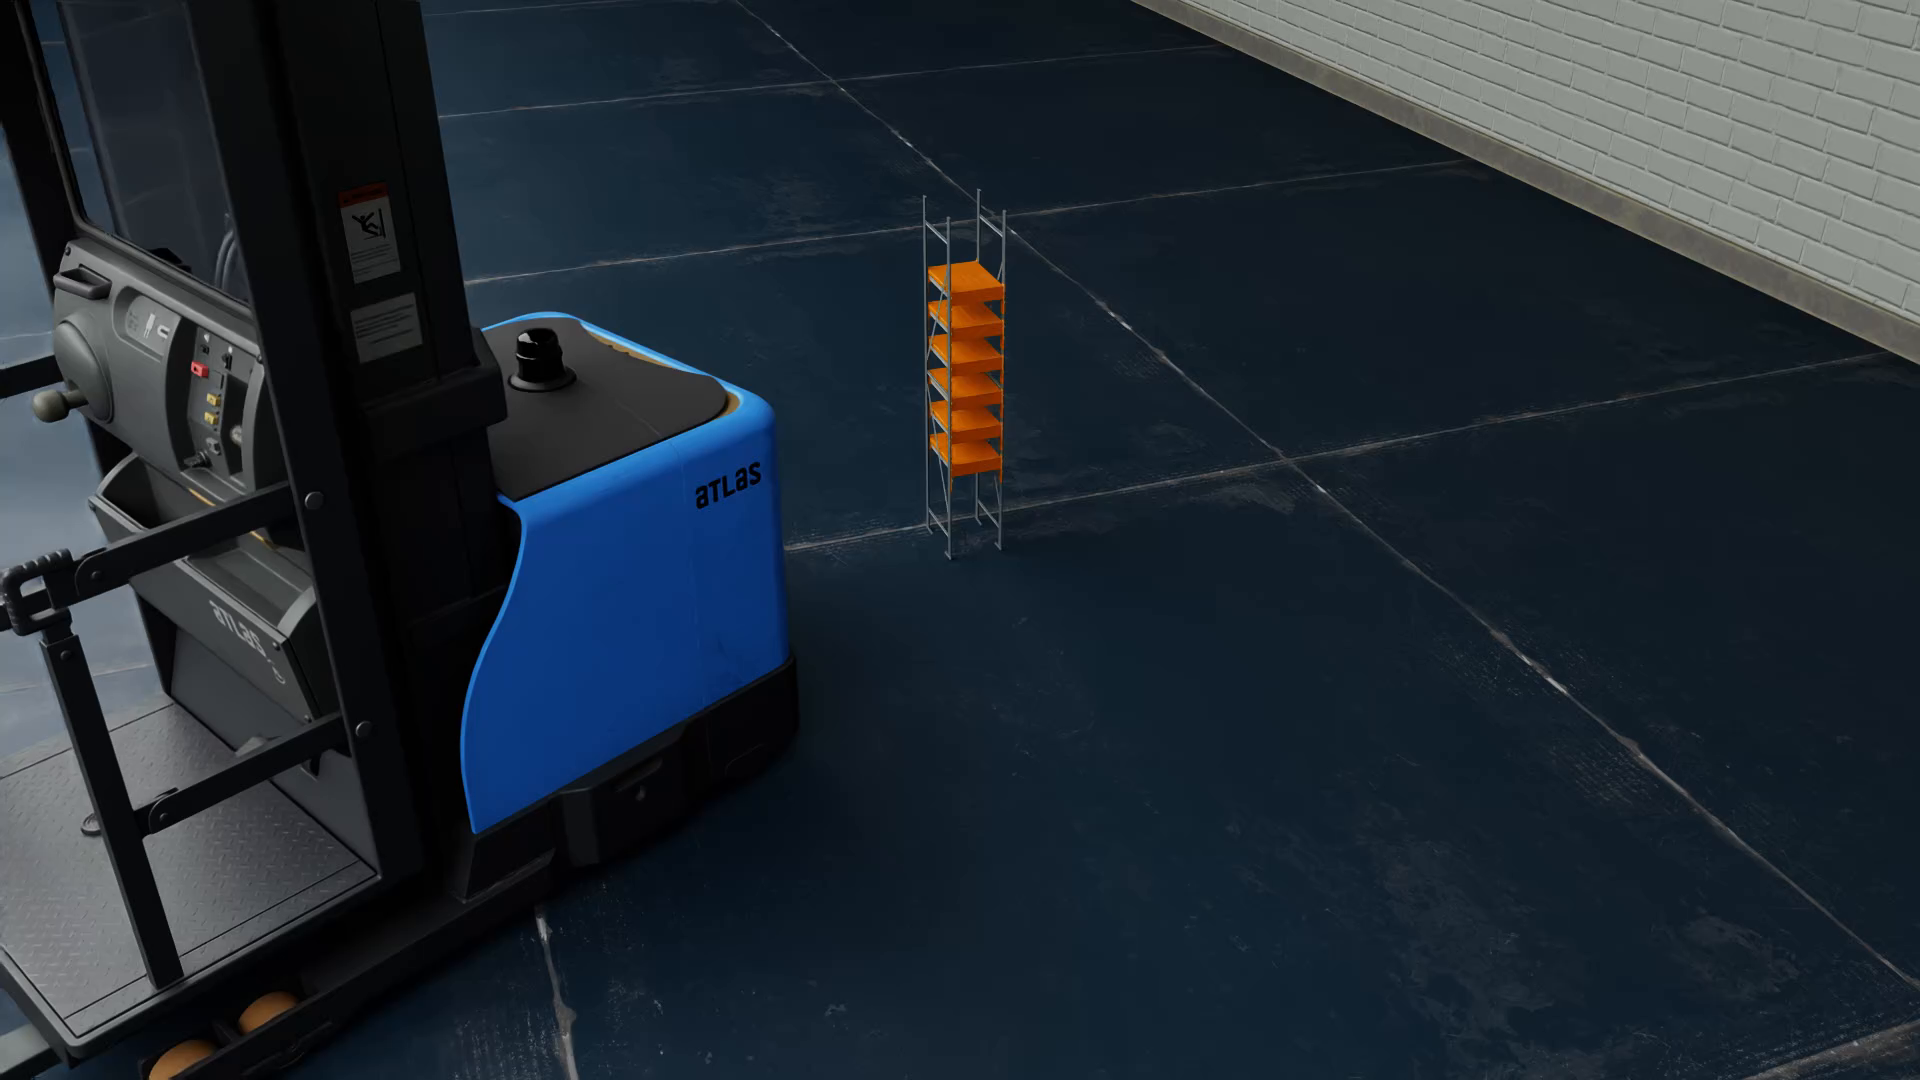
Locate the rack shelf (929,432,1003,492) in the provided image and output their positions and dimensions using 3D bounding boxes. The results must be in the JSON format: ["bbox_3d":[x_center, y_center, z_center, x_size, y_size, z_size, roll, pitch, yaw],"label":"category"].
[{"bbox_3d":[0.014,-0.277,5.598,0.180,0.103,0.258,-10,31,-18],"label":"rack shelf"}]

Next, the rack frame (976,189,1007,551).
[{"bbox_3d":[0.099,-0.540,5.485,0.006,1.200,0.240,-10,31,-18],"label":"rack frame"}]

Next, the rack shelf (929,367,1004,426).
[{"bbox_3d":[0.014,-0.485,5.479,0.180,0.103,0.258,-10,31,-18],"label":"rack shelf"}]

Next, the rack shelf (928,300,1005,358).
[{"bbox_3d":[0.014,-0.694,5.361,0.180,0.103,0.258,-10,31,-18],"label":"rack shelf"}]

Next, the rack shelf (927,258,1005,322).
[{"bbox_3d":[0.014,-0.798,5.301,0.180,0.103,0.258,-10,31,-18],"label":"rack shelf"}]

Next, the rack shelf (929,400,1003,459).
[{"bbox_3d":[0.014,-0.381,5.539,0.180,0.103,0.258,-10,31,-18],"label":"rack shelf"}]

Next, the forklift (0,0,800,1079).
[{"bbox_3d":[-1.820,-0.316,3.344,1.130,2.935,3.031,25,38,36],"label":"forklift"}]

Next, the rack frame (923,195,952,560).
[{"bbox_3d":[-0.072,-0.508,5.430,0.006,1.200,0.240,-10,31,-18],"label":"rack frame"}]

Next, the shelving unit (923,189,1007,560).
[{"bbox_3d":[0.014,-0.524,5.457,0.189,1.200,0.258,-10,31,-18],"label":"shelving unit"}]

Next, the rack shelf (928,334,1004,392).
[{"bbox_3d":[0.014,-0.589,5.420,0.180,0.103,0.258,-10,31,-18],"label":"rack shelf"}]
